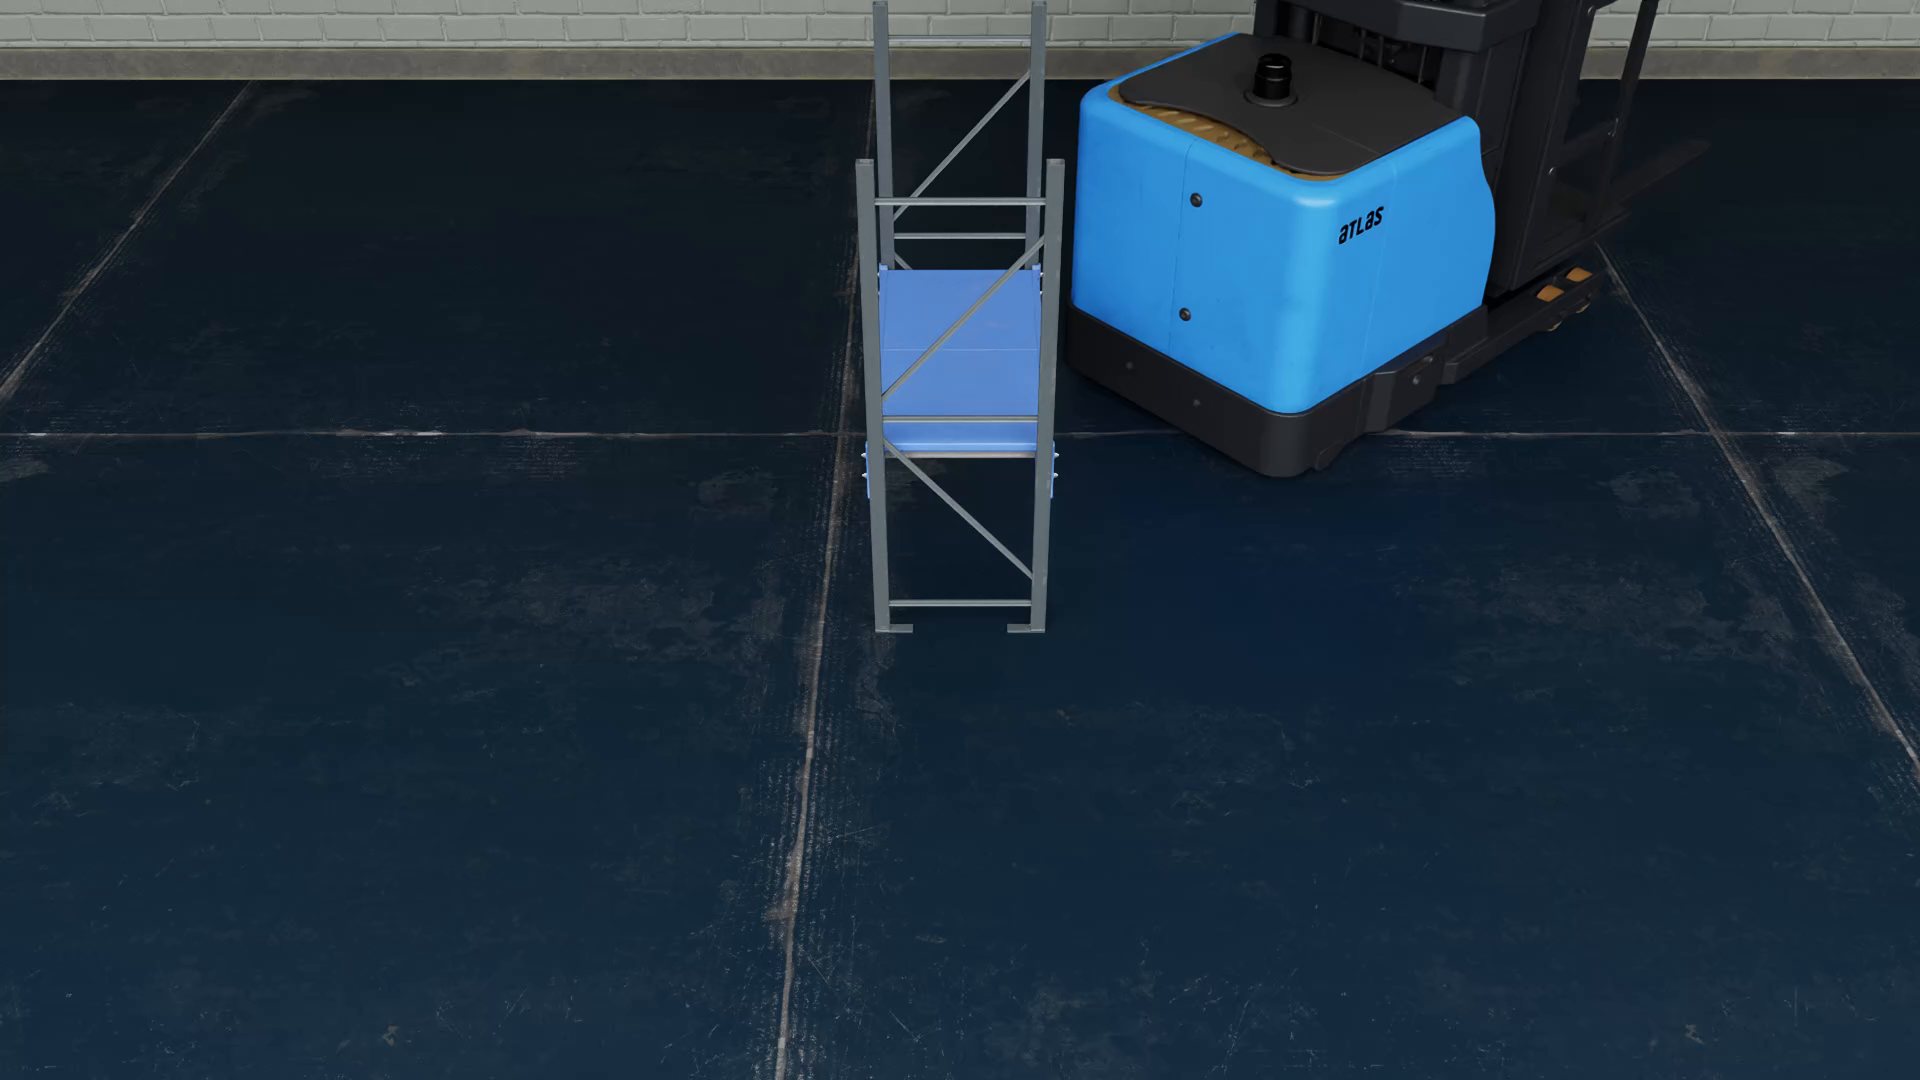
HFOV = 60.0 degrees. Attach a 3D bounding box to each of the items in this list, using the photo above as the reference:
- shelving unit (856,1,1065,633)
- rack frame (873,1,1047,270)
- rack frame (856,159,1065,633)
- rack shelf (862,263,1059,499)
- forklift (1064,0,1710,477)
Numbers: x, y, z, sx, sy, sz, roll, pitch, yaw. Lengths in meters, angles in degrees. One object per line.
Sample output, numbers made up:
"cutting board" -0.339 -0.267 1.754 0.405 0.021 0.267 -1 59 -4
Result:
"shelving unit" 0.000 -0.639 4.848 0.538 1.500 1.048 0 39 0
"rack frame" -0.001 -0.956 5.244 0.500 1.500 0.032 0 39 0
"rack frame" 0.000 -0.321 4.451 0.500 1.500 0.032 0 39 0
"rack shelf" 0.000 -0.498 4.960 0.538 0.185 1.000 0 39 0
"forklift" 1.799 -2.143 5.580 3.031 2.935 1.130 -30 47 -32
